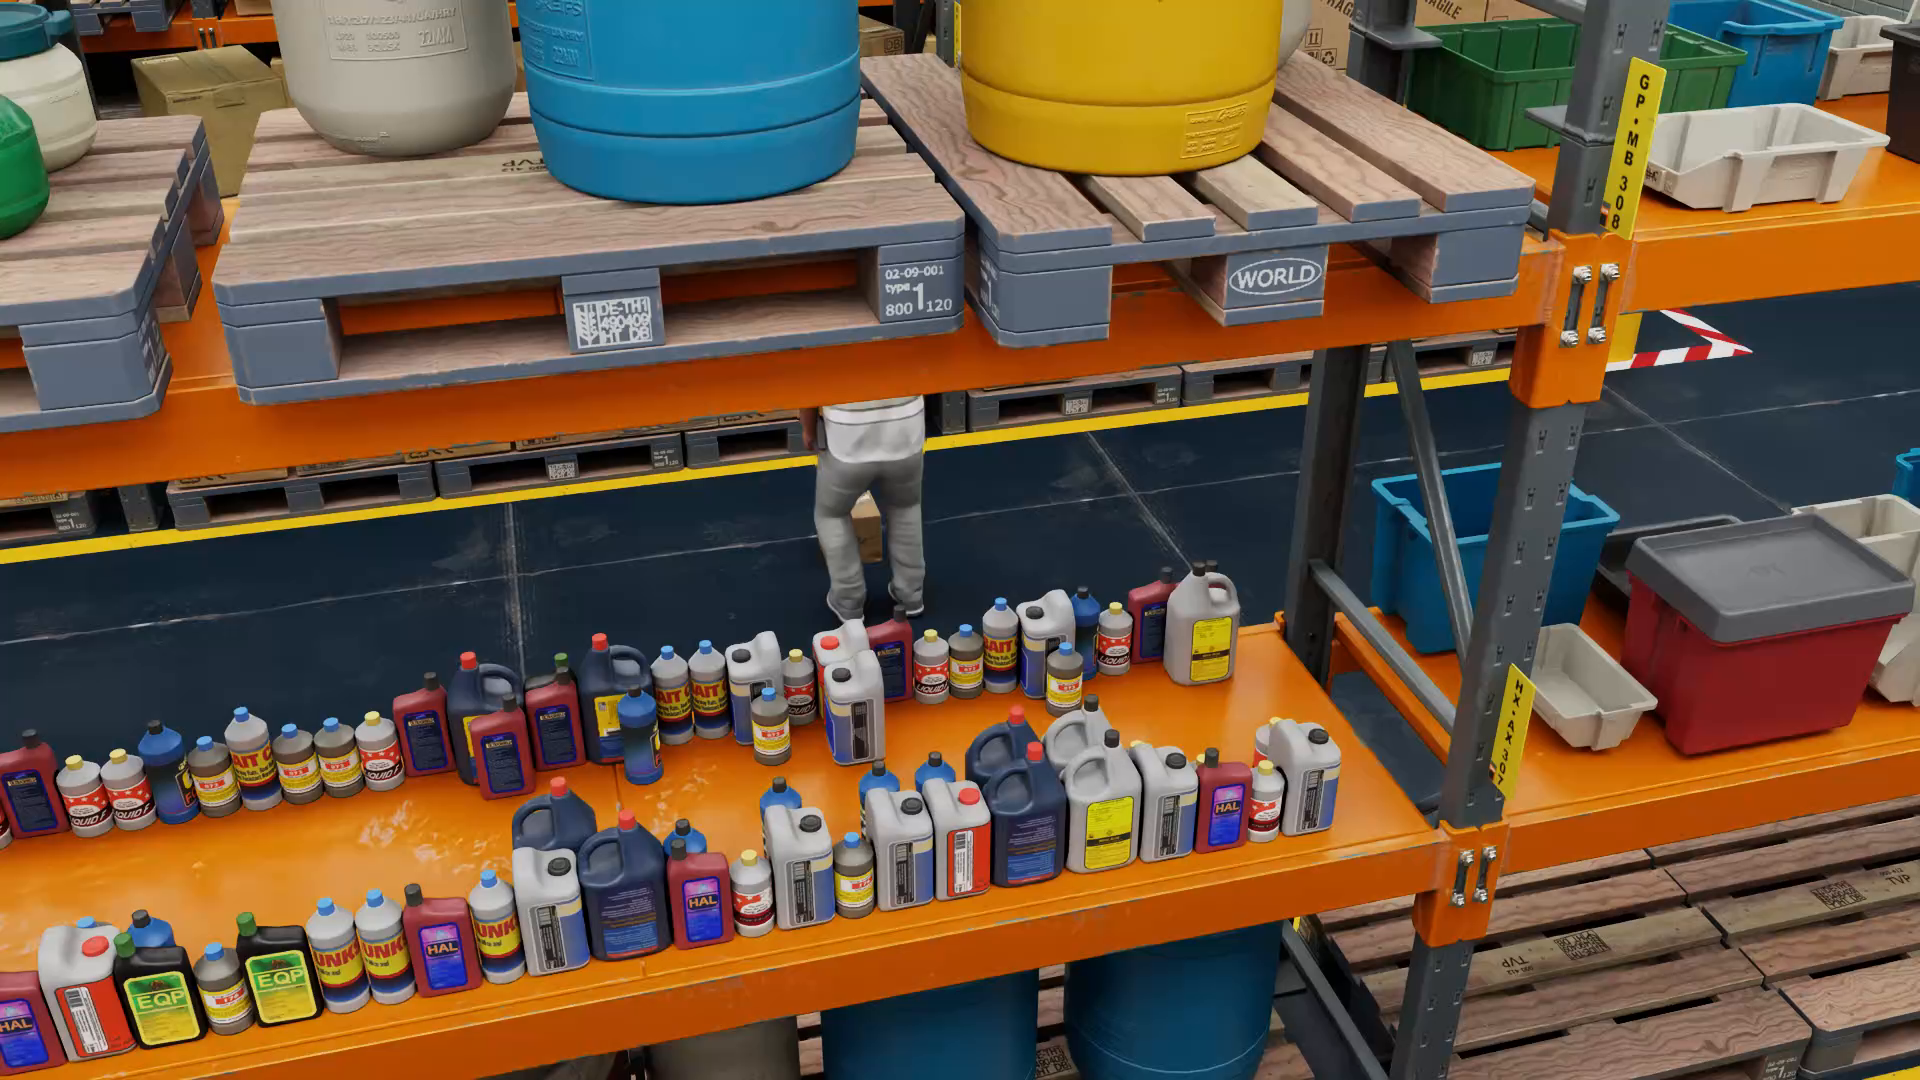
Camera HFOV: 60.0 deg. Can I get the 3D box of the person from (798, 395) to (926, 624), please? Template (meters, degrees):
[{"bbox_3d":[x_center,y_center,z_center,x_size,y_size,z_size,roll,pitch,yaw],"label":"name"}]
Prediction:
[{"bbox_3d":[-0.404,-0.430,6.941,0.561,1.691,0.517,-7,31,-12],"label":"person"}]
